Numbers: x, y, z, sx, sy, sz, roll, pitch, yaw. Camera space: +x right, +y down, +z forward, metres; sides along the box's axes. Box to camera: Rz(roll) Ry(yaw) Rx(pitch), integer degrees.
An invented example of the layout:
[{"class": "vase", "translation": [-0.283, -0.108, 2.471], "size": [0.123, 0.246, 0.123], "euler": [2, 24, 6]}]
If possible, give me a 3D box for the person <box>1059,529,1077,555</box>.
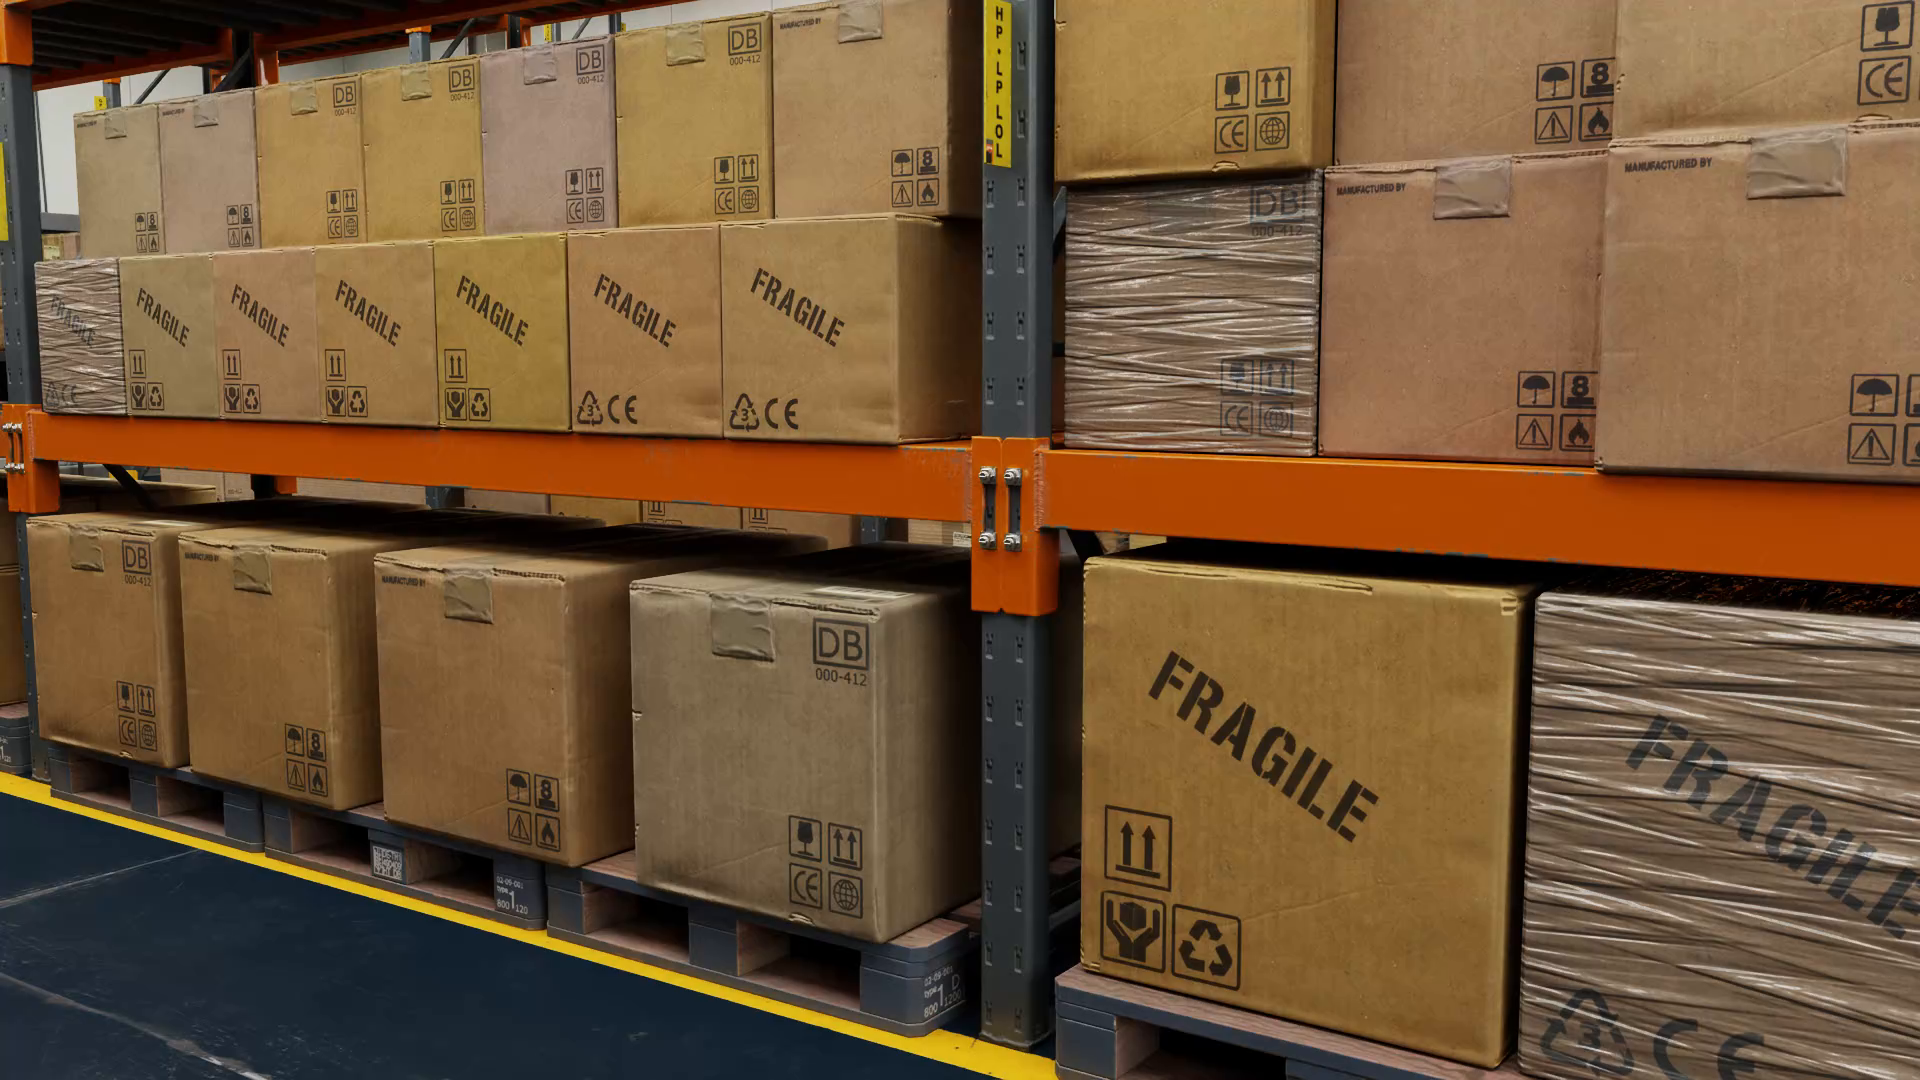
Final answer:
[{"class": "person", "translation": [0.321, -0.152, 7.173], "size": [0.532, 1.699, 0.491], "euler": [2, 7, 16]}]
